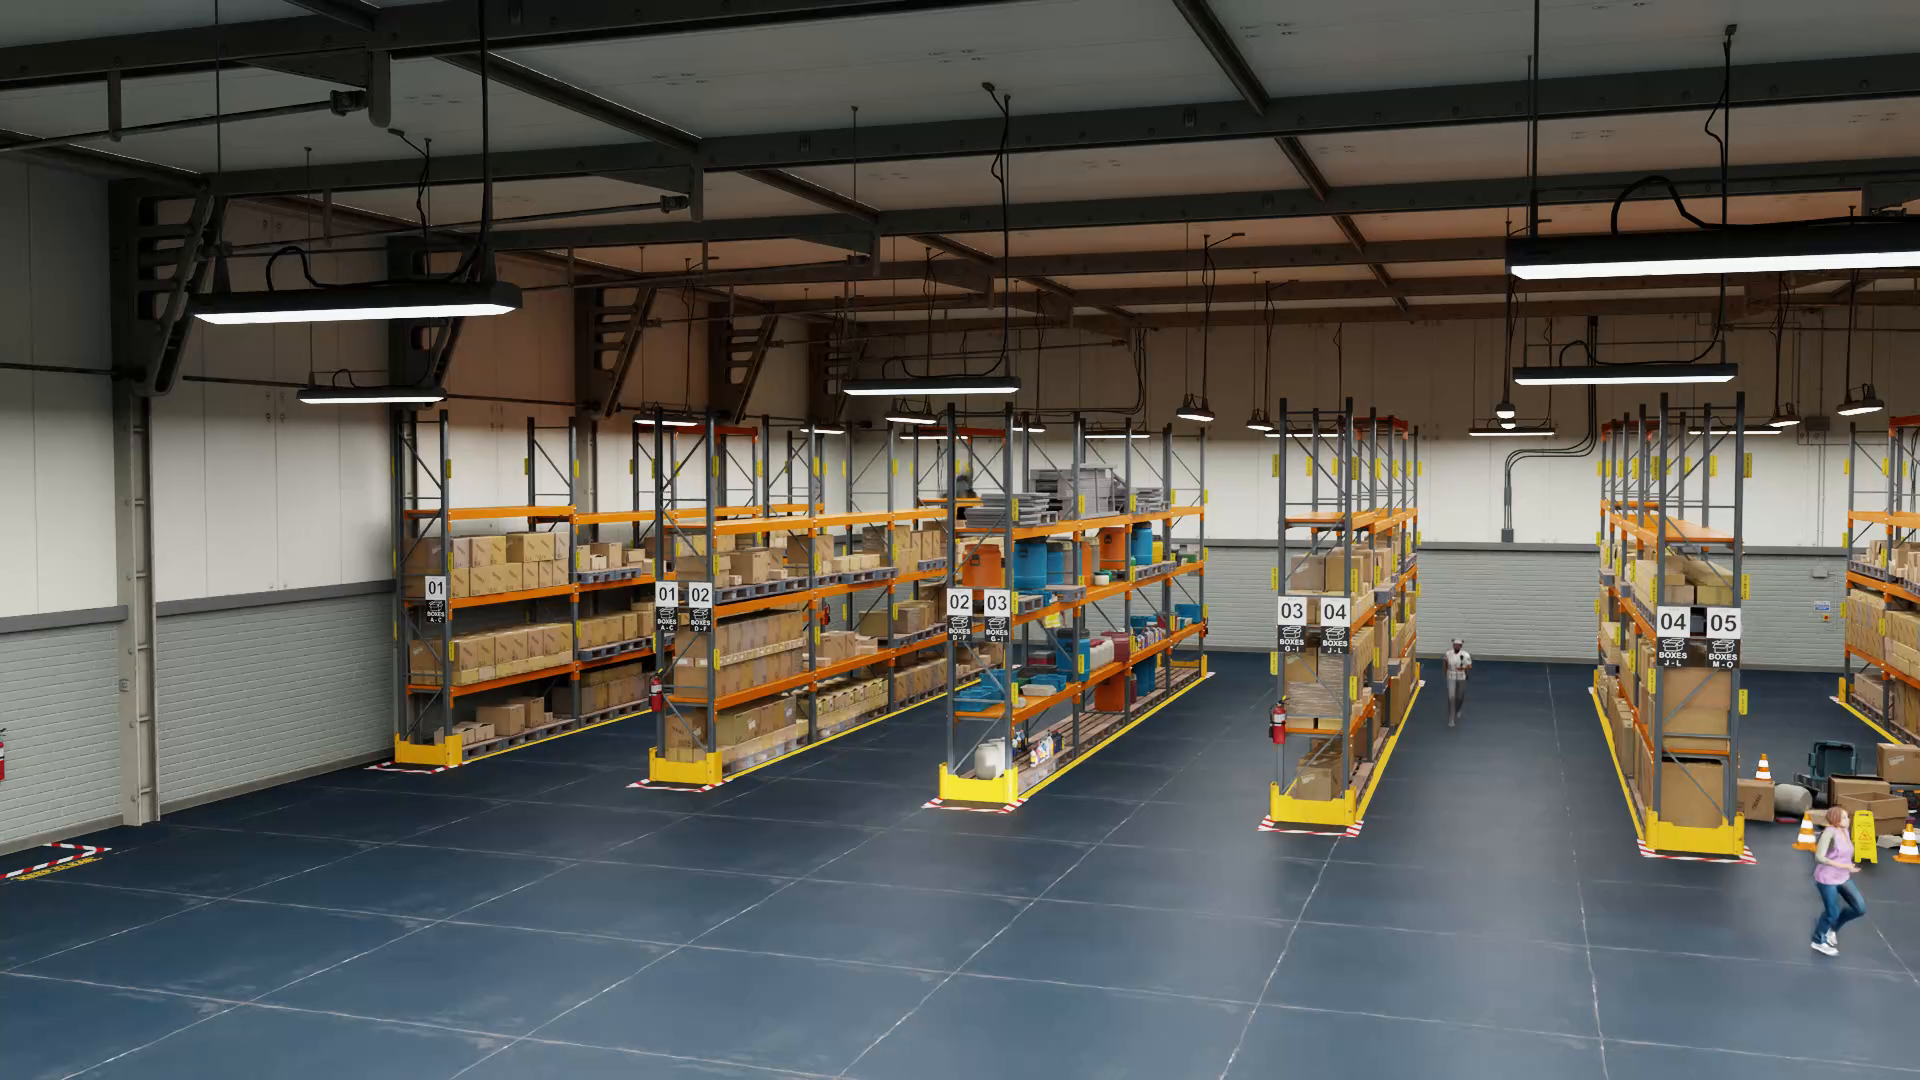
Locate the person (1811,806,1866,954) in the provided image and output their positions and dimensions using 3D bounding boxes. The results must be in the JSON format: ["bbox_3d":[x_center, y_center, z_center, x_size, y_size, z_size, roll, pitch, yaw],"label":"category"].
[{"bbox_3d":[8.961,3.488,17.007,0.537,1.554,0.581,-1,3,-28],"label":"person"}]

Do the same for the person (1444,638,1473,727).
[{"bbox_3d":[9.776,2.773,32.635,0.544,1.751,0.939,1,3,15],"label":"person"}]

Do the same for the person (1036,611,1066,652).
[{"bbox_3d":[2.227,2.158,40.455,0.749,1.742,0.689,0,2,-4],"label":"person"}]
